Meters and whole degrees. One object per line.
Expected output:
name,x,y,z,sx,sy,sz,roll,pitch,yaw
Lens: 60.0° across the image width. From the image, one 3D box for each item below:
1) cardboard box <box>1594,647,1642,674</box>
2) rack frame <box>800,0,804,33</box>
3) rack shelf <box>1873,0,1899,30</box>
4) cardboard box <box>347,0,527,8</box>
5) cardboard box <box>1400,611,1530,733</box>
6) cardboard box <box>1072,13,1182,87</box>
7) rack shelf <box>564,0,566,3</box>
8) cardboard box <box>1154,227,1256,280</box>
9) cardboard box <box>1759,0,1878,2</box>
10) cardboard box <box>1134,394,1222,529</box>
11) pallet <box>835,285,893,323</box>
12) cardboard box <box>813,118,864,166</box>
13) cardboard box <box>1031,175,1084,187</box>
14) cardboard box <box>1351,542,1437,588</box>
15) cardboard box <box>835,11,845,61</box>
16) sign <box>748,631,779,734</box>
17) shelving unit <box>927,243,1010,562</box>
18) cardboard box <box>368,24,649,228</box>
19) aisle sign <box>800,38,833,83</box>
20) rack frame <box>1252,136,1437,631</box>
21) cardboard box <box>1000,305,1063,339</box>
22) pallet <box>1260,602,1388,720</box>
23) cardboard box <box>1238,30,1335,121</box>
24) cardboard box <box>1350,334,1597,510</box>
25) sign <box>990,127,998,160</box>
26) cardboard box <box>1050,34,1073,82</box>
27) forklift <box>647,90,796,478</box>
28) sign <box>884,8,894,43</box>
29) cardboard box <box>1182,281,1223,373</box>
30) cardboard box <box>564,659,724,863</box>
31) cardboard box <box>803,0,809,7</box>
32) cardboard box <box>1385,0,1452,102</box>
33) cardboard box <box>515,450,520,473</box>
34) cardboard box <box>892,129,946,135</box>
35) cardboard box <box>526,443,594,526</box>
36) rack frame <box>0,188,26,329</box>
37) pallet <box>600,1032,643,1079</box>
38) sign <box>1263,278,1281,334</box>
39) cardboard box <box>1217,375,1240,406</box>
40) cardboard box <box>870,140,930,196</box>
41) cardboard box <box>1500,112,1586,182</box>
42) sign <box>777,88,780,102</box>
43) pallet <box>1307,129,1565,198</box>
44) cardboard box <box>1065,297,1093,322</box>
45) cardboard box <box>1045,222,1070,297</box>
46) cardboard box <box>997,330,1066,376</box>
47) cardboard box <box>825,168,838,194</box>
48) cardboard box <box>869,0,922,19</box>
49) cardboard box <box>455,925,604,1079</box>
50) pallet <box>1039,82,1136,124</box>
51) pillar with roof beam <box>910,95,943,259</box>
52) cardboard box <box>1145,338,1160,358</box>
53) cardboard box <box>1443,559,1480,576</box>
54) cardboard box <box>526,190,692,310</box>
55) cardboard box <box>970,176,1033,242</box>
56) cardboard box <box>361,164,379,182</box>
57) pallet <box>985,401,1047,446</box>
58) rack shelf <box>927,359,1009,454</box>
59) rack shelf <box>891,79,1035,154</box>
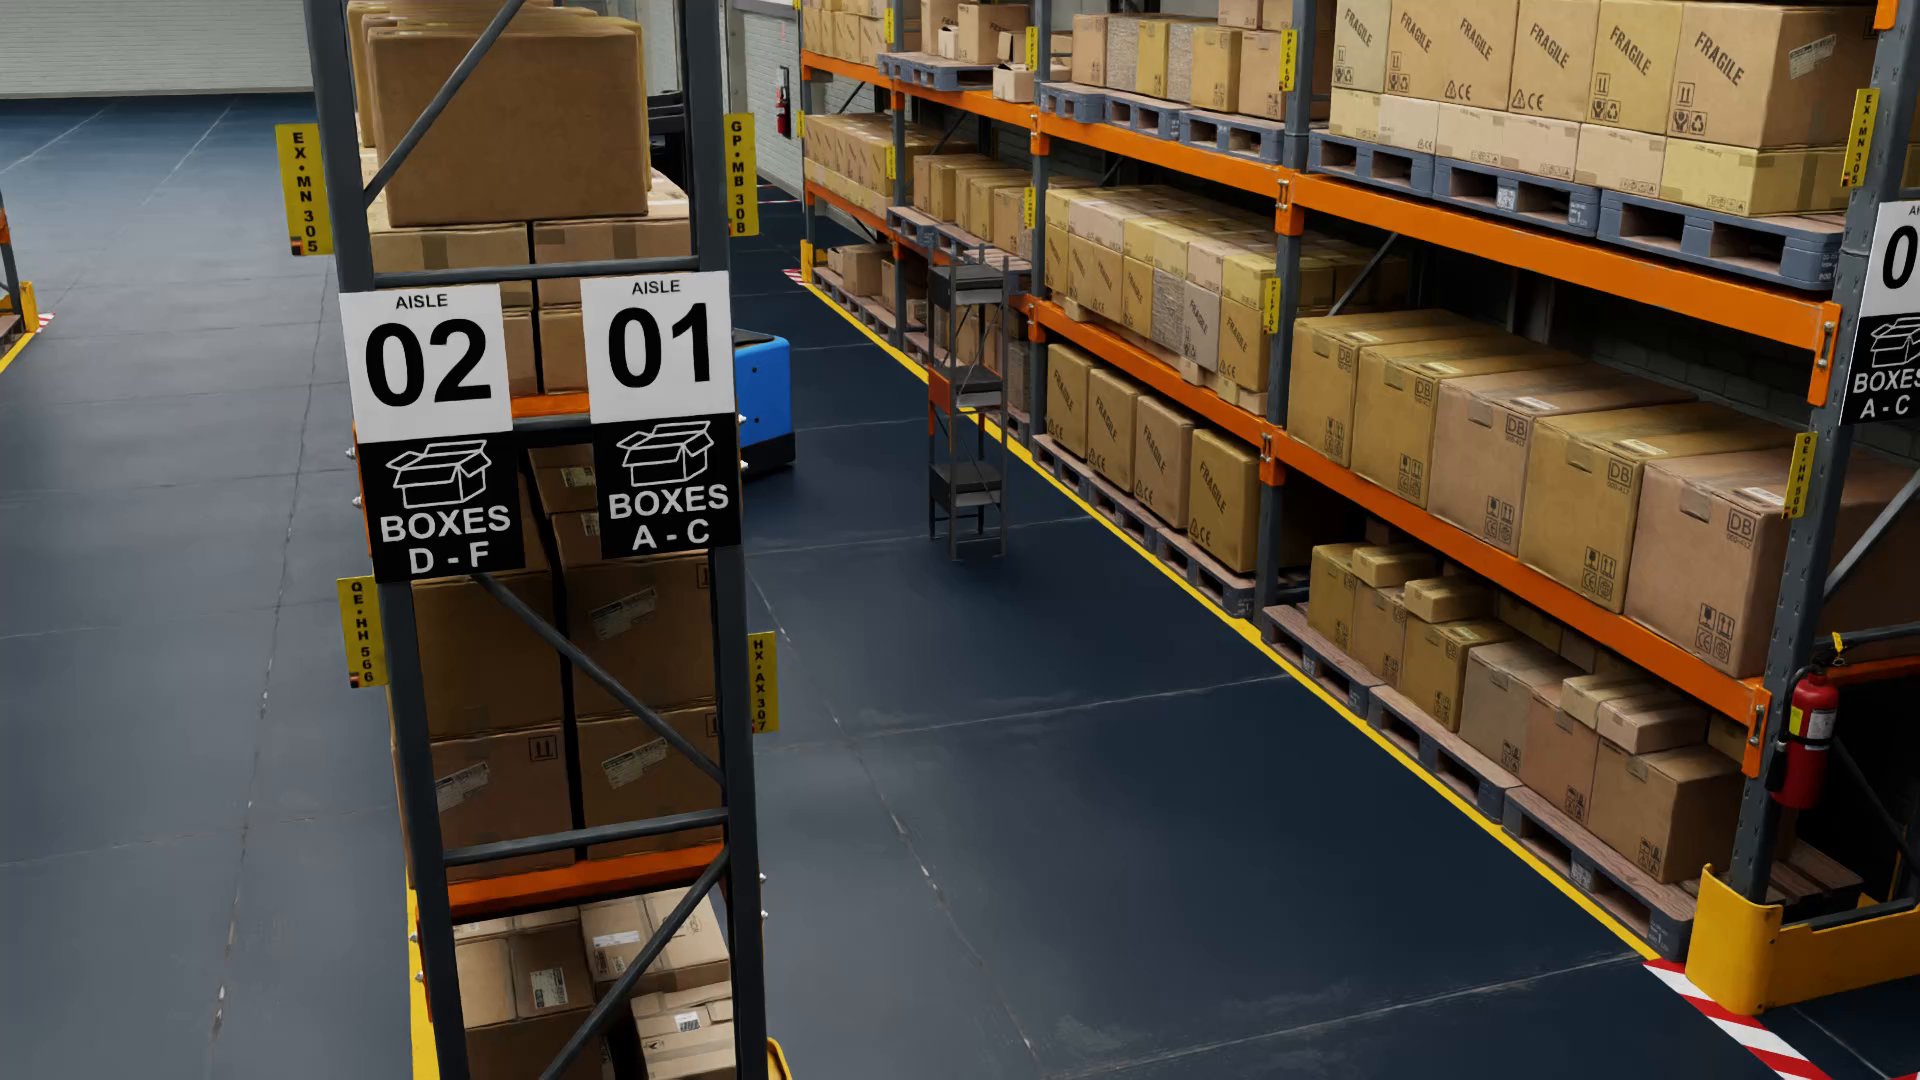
cardboard box,3.263,0.604,7.914,0.380,0.149,0.250,-6,21,-17
rack frame,-1.442,-7.589,19.733,1.000,3.000,0.127,-6,21,-17
rack shelf,2.959,-2.570,7.414,1.077,0.370,4.000,-6,21,-17
cardboard box,-2.160,-1.989,6.953,0.700,0.500,0.500,-6,21,-17
cardboard box,2.782,0.641,8.770,0.700,0.500,0.500,-6,21,-16
cardboard box,1.277,-3.718,12.593,0.700,0.500,0.500,-8,21,-21
rack shelf,-3.000,-3.326,9.519,1.077,0.370,4.000,-6,21,-17
cardboard box,1.629,-1.916,11.086,0.500,0.250,0.500,-6,21,-16
cardboard box,3.428,-2.000,6.955,0.500,0.500,0.500,-7,21,-18
cardboard box,1.720,-0.580,11.654,0.750,0.750,0.750,-6,21,-16
pallet,-0.816,-2.774,19.326,1.003,0.211,1.213,-6,21,-17
cardboard box,-1.431,-4.713,19.683,0.500,0.500,0.500,-6,21,-17
cardboard box,0.821,-2.967,13.981,0.380,0.149,0.250,-10,22,-26
cardboard box,2.402,0.139,9.210,0.380,0.149,0.250,-6,21,-15
cardboard box,-1.083,-5.588,18.422,0.500,0.500,0.500,-5,20,-14
sign,-0.599,0.431,4.998,0.100,0.325,0.005,-6,21,-17
shelving unit,0.052,-0.935,11.414,0.431,2.100,0.503,-6,21,-17
cardboard box,-1.291,-1.196,4.745,0.700,0.500,0.500,-6,21,-17
aisle sign,-1.749,-5.980,20.283,0.394,0.787,0.004,-6,21,-17
rack frame,2.330,-0.915,10.026,1.000,3.000,0.127,-6,21,-17
cardboard box,0.677,-1.997,14.977,0.500,0.250,0.500,-6,21,-16
pallet,2.495,0.650,9.795,1.003,0.211,1.213,-6,21,-17
cardboard box,2.158,-2.875,10.247,0.700,0.500,0.500,-8,21,-20
cardboard box,2.709,-0.645,8.832,0.980,0.700,0.700,-7,21,-19
sign,0.341,-4.087,17.145,0.100,0.325,0.005,-6,21,-17
cardboard box,1.065,-3.922,13.784,0.500,0.500,0.500,-6,21,-17
forklift,-2.795,-2.163,13.602,3.031,2.935,1.130,16,25,37
sign,-0.697,-5.077,16.412,0.100,0.325,0.005,-6,21,-17
cardboard box,1.776,-1.395,10.746,0.500,0.500,0.500,-6,21,-17
cardboard box,-1.003,0.679,5.441,0.500,0.500,0.500,-6,21,-16
cardboard box,-1.551,-6.555,19.635,0.500,0.500,0.500,-8,21,-21
cardboard box,2.455,-2.431,8.153,0.500,0.500,0.500,-7,21,-18
cardboard box,-1.842,-0.063,6.027,0.500,0.500,0.500,-6,21,-16
cardboard box,-0.444,-4.274,18.461,0.500,0.500,0.500,-6,21,-16
cardboard box,-1.327,-0.120,6.186,0.500,0.500,0.500,-6,21,-16
rack frame,-10.847,-3.713,17.817,1.000,3.000,0.127,-6,21,-17
pallet,-1.389,1.929,6.235,1.003,0.211,1.213,-6,21,-17
sign,1.818,-1.362,9.675,0.100,0.325,0.005,-6,21,-17
cardboard box,1.853,-0.963,10.502,0.380,0.149,0.250,-6,21,-16
cardboard box,-0.627,-3.893,17.400,0.500,0.500,0.500,-6,21,-17
cardboard box,2.772,-1.757,7.387,0.500,0.250,0.500,-7,21,-19
sign,-3.103,-7.561,28.476,0.001,0.329,0.234,-6,21,-17
pallet,2.577,-2.021,8.800,1.003,0.211,1.213,-6,21,-17
cardboard box,1.031,-1.783,12.786,0.380,0.149,0.250,-6,21,-16
cardboard box,0.983,-2.212,13.020,0.500,0.500,0.500,-6,21,-16
cardboard box,0.746,-1.632,15.071,0.700,0.500,0.500,-6,21,-17
cardboard box,-1.258,-4.185,19.323,0.500,0.250,0.500,-7,21,-18
cardboard box,-0.599,-5.553,16.845,0.500,0.500,0.500,-8,21,-22
cardboard box,-1.519,1.717,5.745,0.500,0.500,0.500,-6,21,-17
pallet,1.326,-3.320,12.565,1.213,0.211,1.003,-5,20,-15
pillar with roof beam,-4.487,-6.999,18.090,9.100,9.000,0.400,-6,21,-17
cardboard box,1.525,-1.383,11.672,0.380,0.149,0.250,-6,21,-15
cardboard box,2.862,0.195,9.052,0.380,0.149,0.250,-7,21,-19
cardboard box,-1.028,-0.873,4.953,0.500,0.250,0.500,-6,21,-17
cardboard box,0.503,-3.000,15.032,0.700,0.500,0.500,-6,21,-17
cardboard box,-1.829,-1.139,5.696,0.500,0.250,0.500,-6,21,-17
pallet,0.829,-1.137,14.770,1.003,0.211,1.213,-6,21,-17
rack shelf,0.052,-0.922,11.418,0.431,0.518,0.480,-6,21,-17
rack shelf,0.444,-3.913,15.001,1.077,0.370,4.000,-6,21,-17
